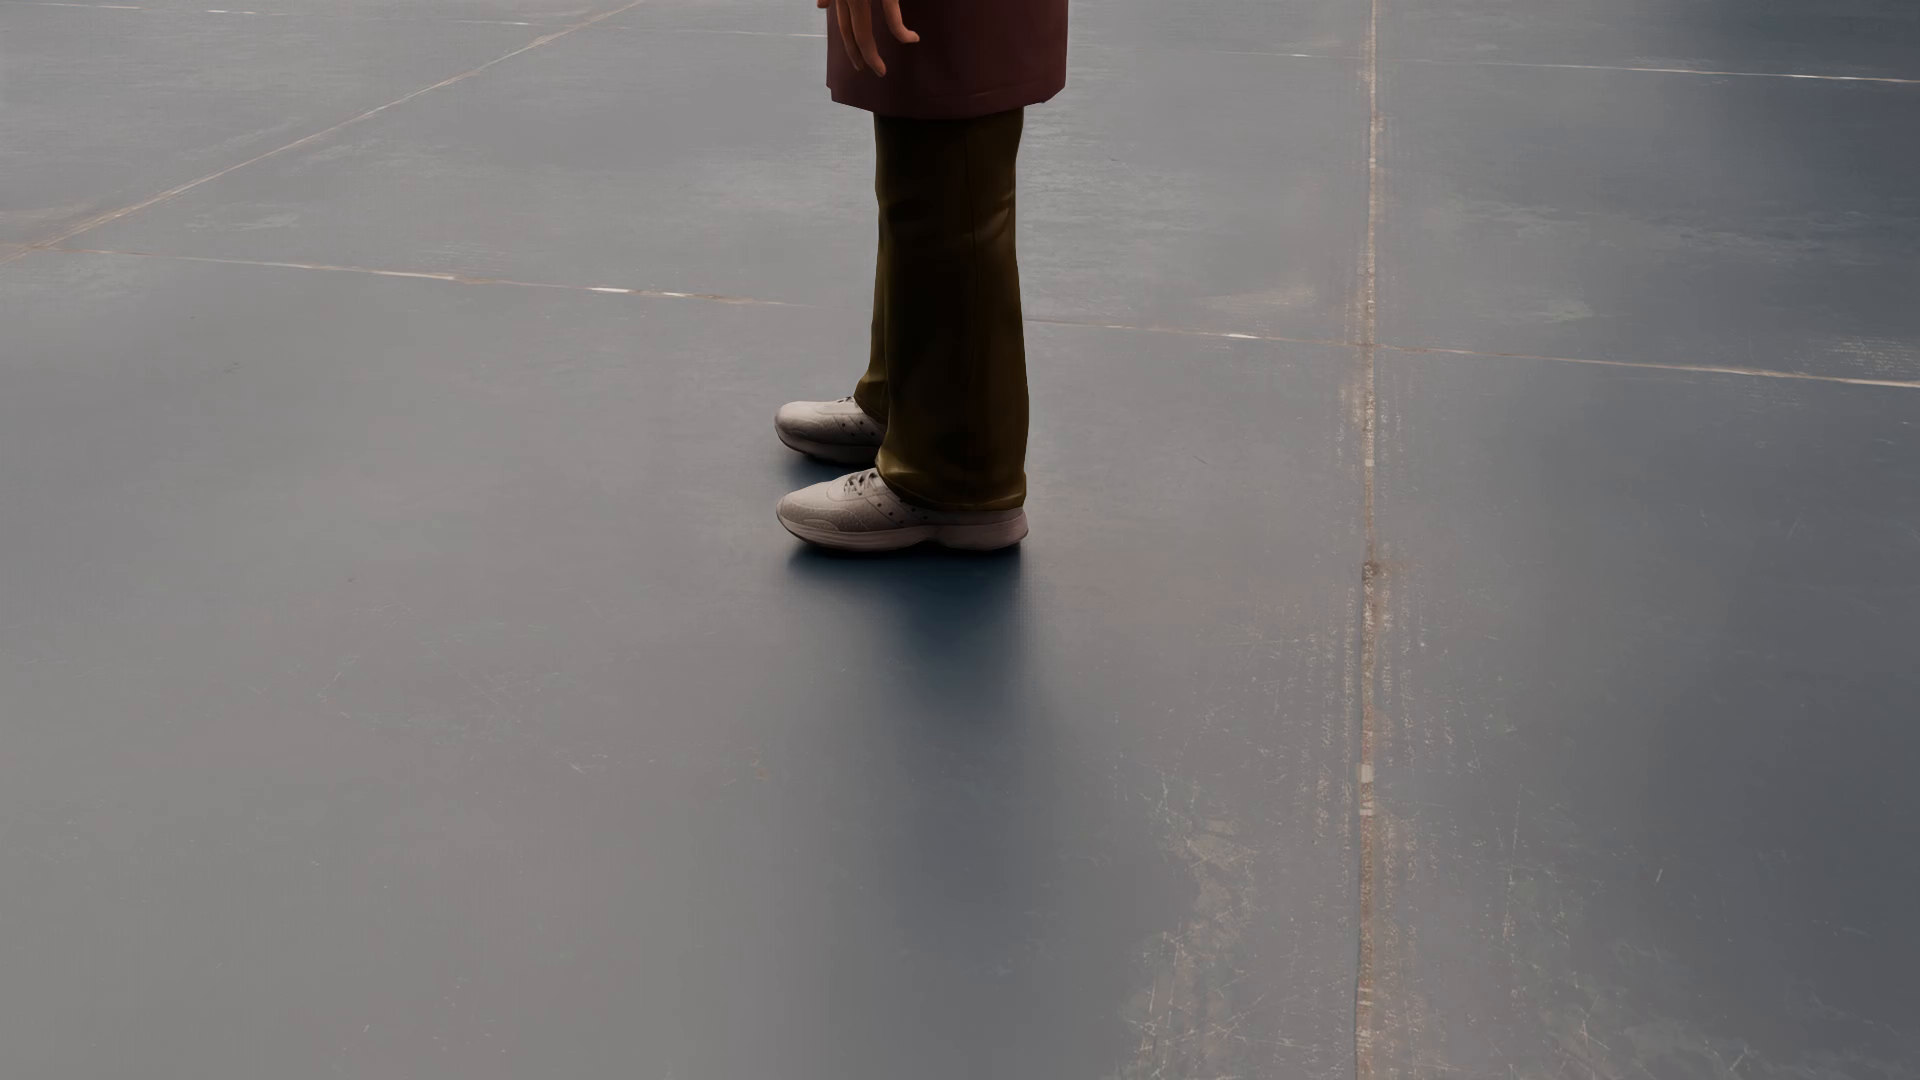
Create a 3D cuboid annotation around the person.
[{"bbox_3d":[-0.087,-0.811,2.118,0.582,1.776,0.696,6,27,11],"label":"person"}]
